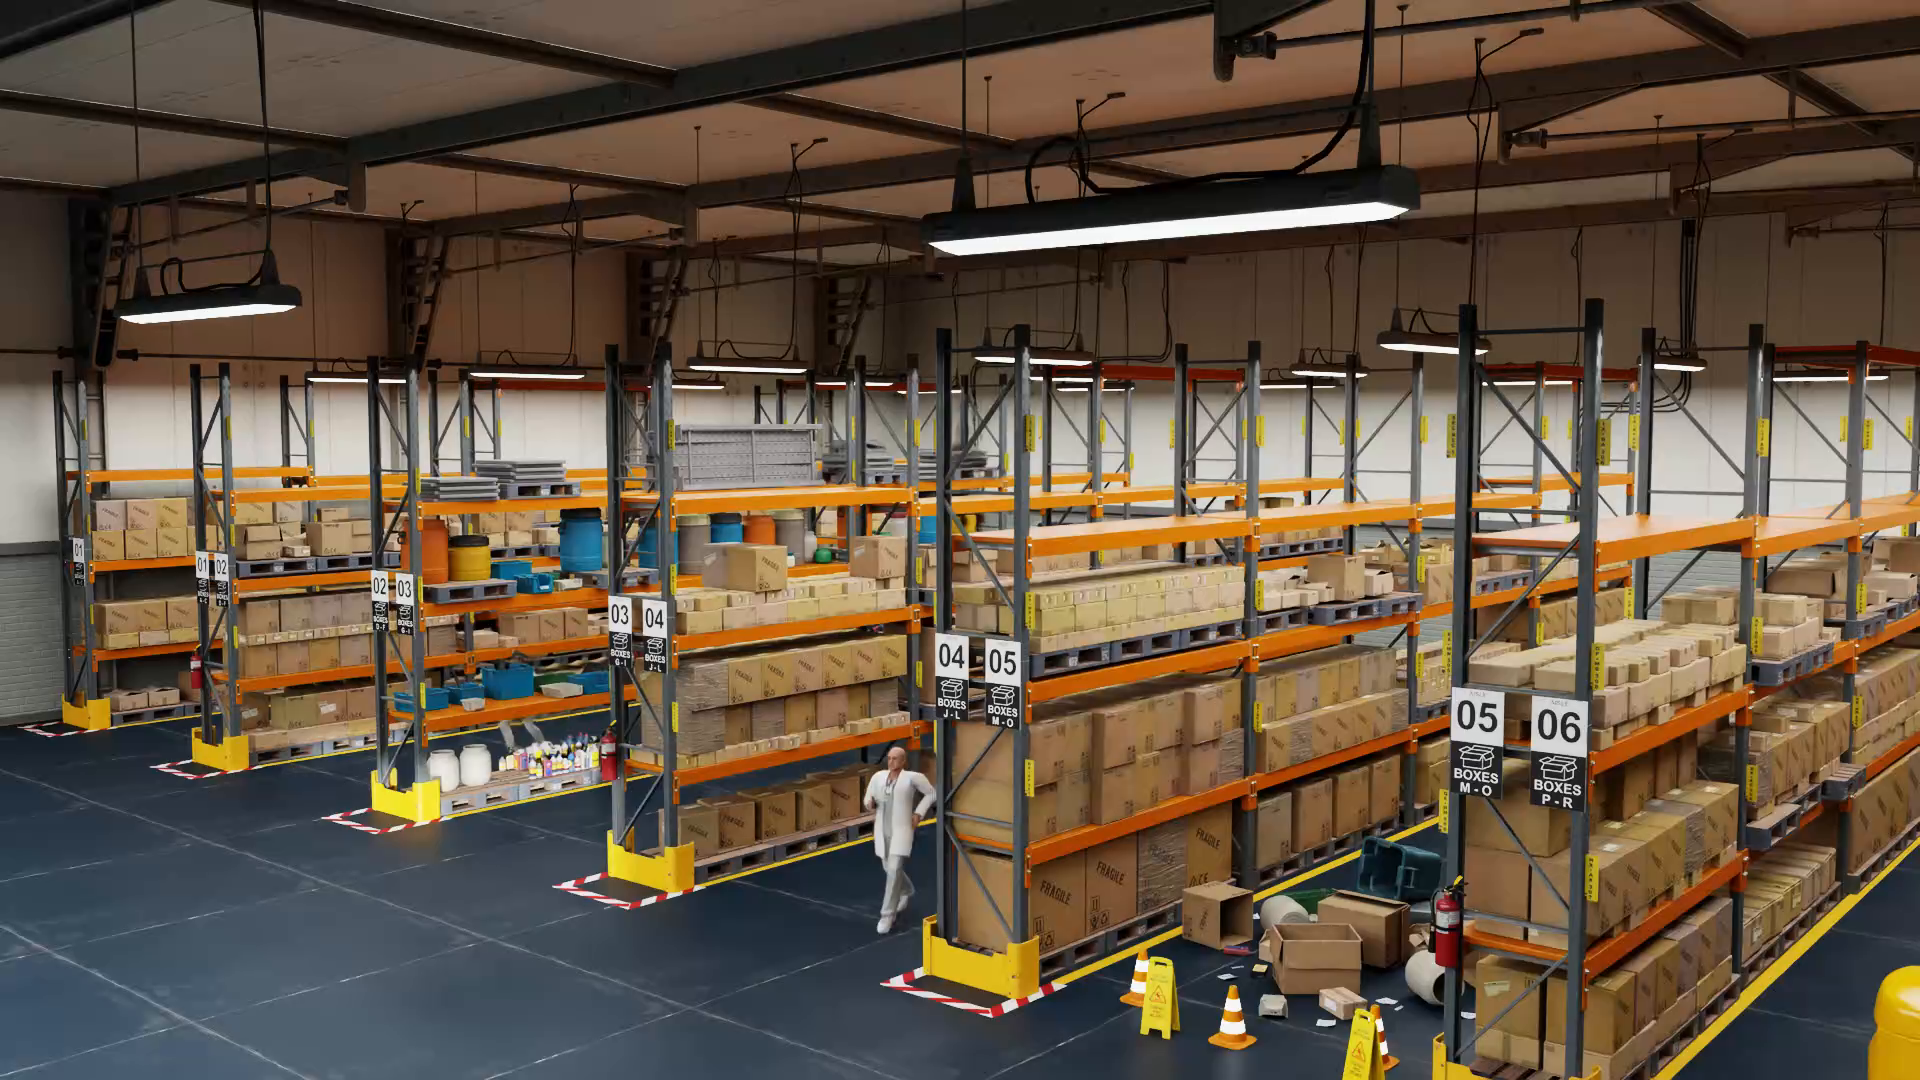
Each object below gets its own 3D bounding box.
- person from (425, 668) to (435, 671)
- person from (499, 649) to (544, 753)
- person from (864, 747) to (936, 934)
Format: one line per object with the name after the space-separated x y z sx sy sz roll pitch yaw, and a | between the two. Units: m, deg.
-9.408 2.253 29.645 0.536 1.565 0.651 3 5 35 | person
-6.640 2.514 25.343 0.590 1.748 0.792 3 5 40 | person
-0.669 3.019 17.046 0.702 1.804 0.955 2 5 27 | person
